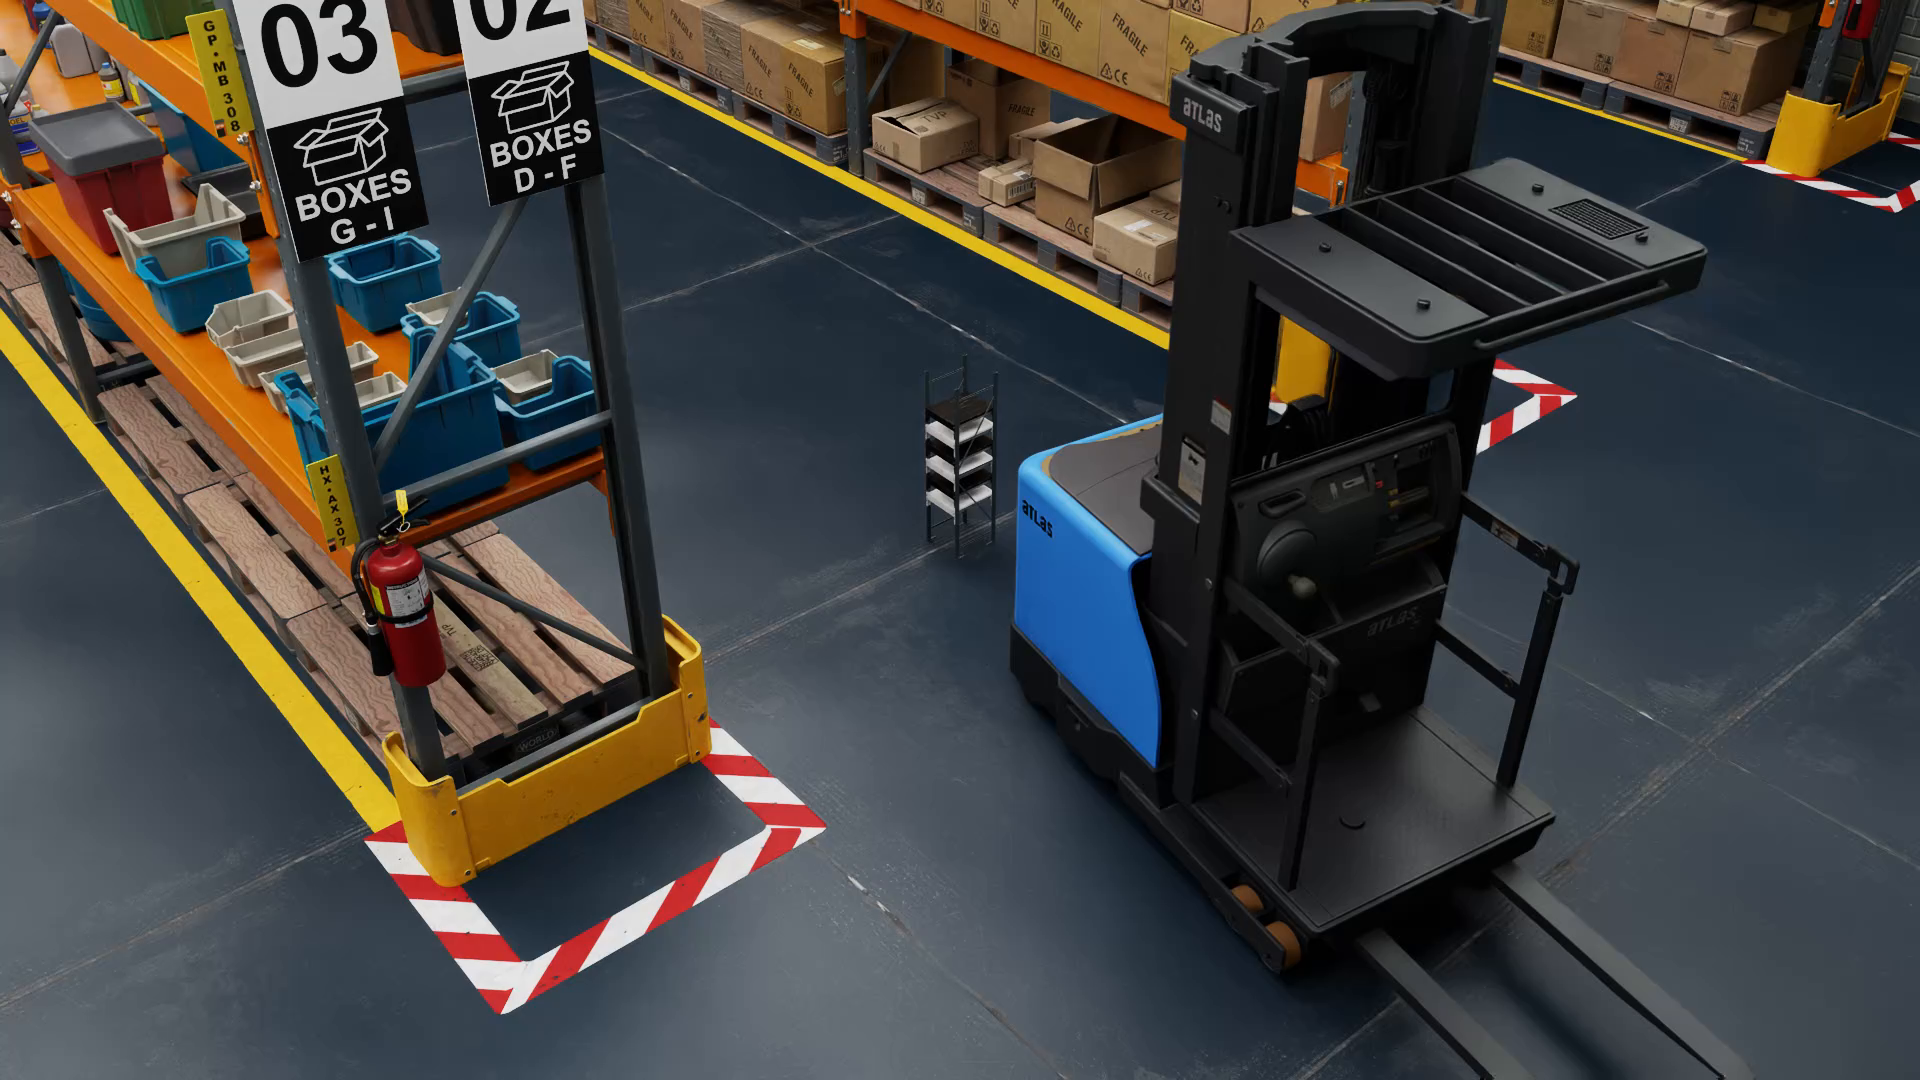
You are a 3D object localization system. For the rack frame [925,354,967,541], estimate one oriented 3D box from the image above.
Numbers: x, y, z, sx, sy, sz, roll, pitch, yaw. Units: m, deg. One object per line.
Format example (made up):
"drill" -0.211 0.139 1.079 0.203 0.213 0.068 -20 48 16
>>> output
"rack frame" -0.060 -0.409 7.548 0.240 0.900 0.006 -26 43 -32

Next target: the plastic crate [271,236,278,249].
"plastic crate" -2.765 -1.283 7.143 0.293 0.136 0.466 -26 43 -32

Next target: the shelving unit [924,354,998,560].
"shelving unit" 0.005 -0.364 7.485 0.258 0.900 0.210 -26 43 -32

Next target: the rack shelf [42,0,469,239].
"rack shelf" -2.828 -2.070 6.105 1.077 0.370 4.000 -26 43 -32

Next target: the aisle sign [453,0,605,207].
"aisle sign" -1.264 -1.397 4.878 0.394 0.787 0.004 -26 43 -32

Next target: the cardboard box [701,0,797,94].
"cardboard box" -1.505 -3.582 11.995 0.500 0.500 0.500 -25 43 -31

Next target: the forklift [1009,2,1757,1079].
"forklift" 1.377 -0.032 5.260 1.130 2.935 3.031 -18 39 -24

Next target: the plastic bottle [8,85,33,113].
"plastic bottle" -4.772 -2.211 8.449 0.097 0.201 0.097 0 35 0

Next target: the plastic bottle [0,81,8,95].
"plastic bottle" -4.855 -2.187 8.350 0.152 0.276 0.135 -26 43 -32

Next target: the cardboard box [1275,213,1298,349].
"cardboard box" 1.710 -1.410 8.928 0.500 0.500 0.500 -26 43 -32

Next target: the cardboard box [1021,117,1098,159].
"cardboard box" 0.736 -2.474 10.594 0.500 0.311 0.500 -26 43 -32

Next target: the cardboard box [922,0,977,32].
"cardboard box" 0.122 -3.358 9.810 0.500 0.500 0.500 -25 42 -31

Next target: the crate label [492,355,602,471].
"crate label" -1.445 -0.445 5.876 0.416 0.233 0.303 -26 43 -32

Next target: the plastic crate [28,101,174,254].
"plastic crate" -3.734 -1.586 7.286 0.402 0.464 0.583 -26 43 -32

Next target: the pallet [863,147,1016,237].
"pallet" 0.110 -2.427 10.995 1.003 0.211 1.213 -26 43 -32

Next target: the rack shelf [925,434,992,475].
"rack shelf" 0.005 -0.410 7.452 0.258 0.077 0.200 -26 43 -32

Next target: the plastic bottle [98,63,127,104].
"plastic bottle" -4.445 -2.395 8.708 0.097 0.201 0.097 0 35 0

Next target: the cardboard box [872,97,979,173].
"cardboard box" -0.226 -2.685 10.892 0.500 0.311 0.500 -26 43 -32

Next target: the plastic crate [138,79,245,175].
"plastic crate" -3.557 -1.962 7.887 0.392 0.384 0.575 -26 43 -32

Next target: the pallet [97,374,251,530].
"pallet" -3.614 -0.575 8.379 1.003 0.211 1.213 -26 43 -32

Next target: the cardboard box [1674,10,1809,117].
"cardboard box" 5.503 -3.375 11.720 0.700 0.500 0.500 -26 43 -32

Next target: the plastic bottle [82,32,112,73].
"plastic bottle" -4.724 -2.728 9.113 0.152 0.276 0.135 -26 43 -32

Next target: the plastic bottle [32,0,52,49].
"plastic bottle" -5.163 -2.922 9.391 0.097 0.271 0.097 0 35 0

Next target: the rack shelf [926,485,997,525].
"rack shelf" 0.005 -0.190 7.608 0.258 0.077 0.200 -26 43 -32

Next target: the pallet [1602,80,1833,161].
"pallet" 5.455 -3.138 11.998 1.003 0.211 1.213 -26 43 -32

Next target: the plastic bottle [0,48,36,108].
"plastic bottle" -4.851 -2.340 8.502 0.144 0.351 0.185 -26 43 -32

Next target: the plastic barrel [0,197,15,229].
"plastic barrel" -5.642 -2.268 10.080 0.600 0.588 0.708 -26 43 -32

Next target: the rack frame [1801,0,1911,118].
"rack frame" 6.031 -3.952 10.735 1.000 3.000 0.127 -26 43 -32

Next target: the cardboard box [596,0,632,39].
"cardboard box" -2.496 -4.258 12.948 0.500 0.500 0.500 -28 44 -33

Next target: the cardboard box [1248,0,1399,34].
"cardboard box" 1.752 -2.646 7.938 0.500 0.500 0.500 -26 43 -32

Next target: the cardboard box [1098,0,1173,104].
"cardboard box" 1.097 -2.690 8.866 0.500 0.500 0.500 -26 43 -31

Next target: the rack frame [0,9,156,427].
"rack frame" -4.118 -2.023 8.011 1.000 3.000 0.127 -26 43 -32

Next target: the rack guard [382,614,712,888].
"rack guard" -1.512 0.769 6.232 1.175 0.500 0.348 -26 43 -32

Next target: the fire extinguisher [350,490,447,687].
"fire extinguisher" -1.787 0.163 5.314 0.296 0.674 0.183 -26 43 -32

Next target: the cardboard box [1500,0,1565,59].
"cardboard box" 4.505 -4.050 12.673 0.700 0.500 0.500 -25 42 -31

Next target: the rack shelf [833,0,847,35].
"rack shelf" -1.623 -4.458 12.072 1.077 0.370 4.000 -26 43 -32

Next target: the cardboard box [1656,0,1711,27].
"cardboard box" 5.115 -3.741 11.675 0.380 0.149 0.250 -25 42 -31

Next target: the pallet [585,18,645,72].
"pallet" -2.460 -4.153 13.431 1.003 0.211 1.213 -26 43 -32

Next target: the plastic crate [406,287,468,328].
"plastic crate" -2.026 -0.878 6.570 0.250 0.136 0.298 -26 43 -32

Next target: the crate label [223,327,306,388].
"crate label" -2.576 -0.714 6.338 0.396 0.136 0.243 -26 43 -32

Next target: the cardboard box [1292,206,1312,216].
"cardboard box" 1.792 -1.727 9.591 0.500 0.250 0.500 -26 43 -32

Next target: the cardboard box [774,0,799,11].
"cardboard box" -1.128 -3.787 12.285 0.500 0.500 0.500 -25 43 -31

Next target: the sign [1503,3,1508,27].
"sign" 2.664 -2.658 8.159 0.100 0.325 0.005 -26 43 -32
